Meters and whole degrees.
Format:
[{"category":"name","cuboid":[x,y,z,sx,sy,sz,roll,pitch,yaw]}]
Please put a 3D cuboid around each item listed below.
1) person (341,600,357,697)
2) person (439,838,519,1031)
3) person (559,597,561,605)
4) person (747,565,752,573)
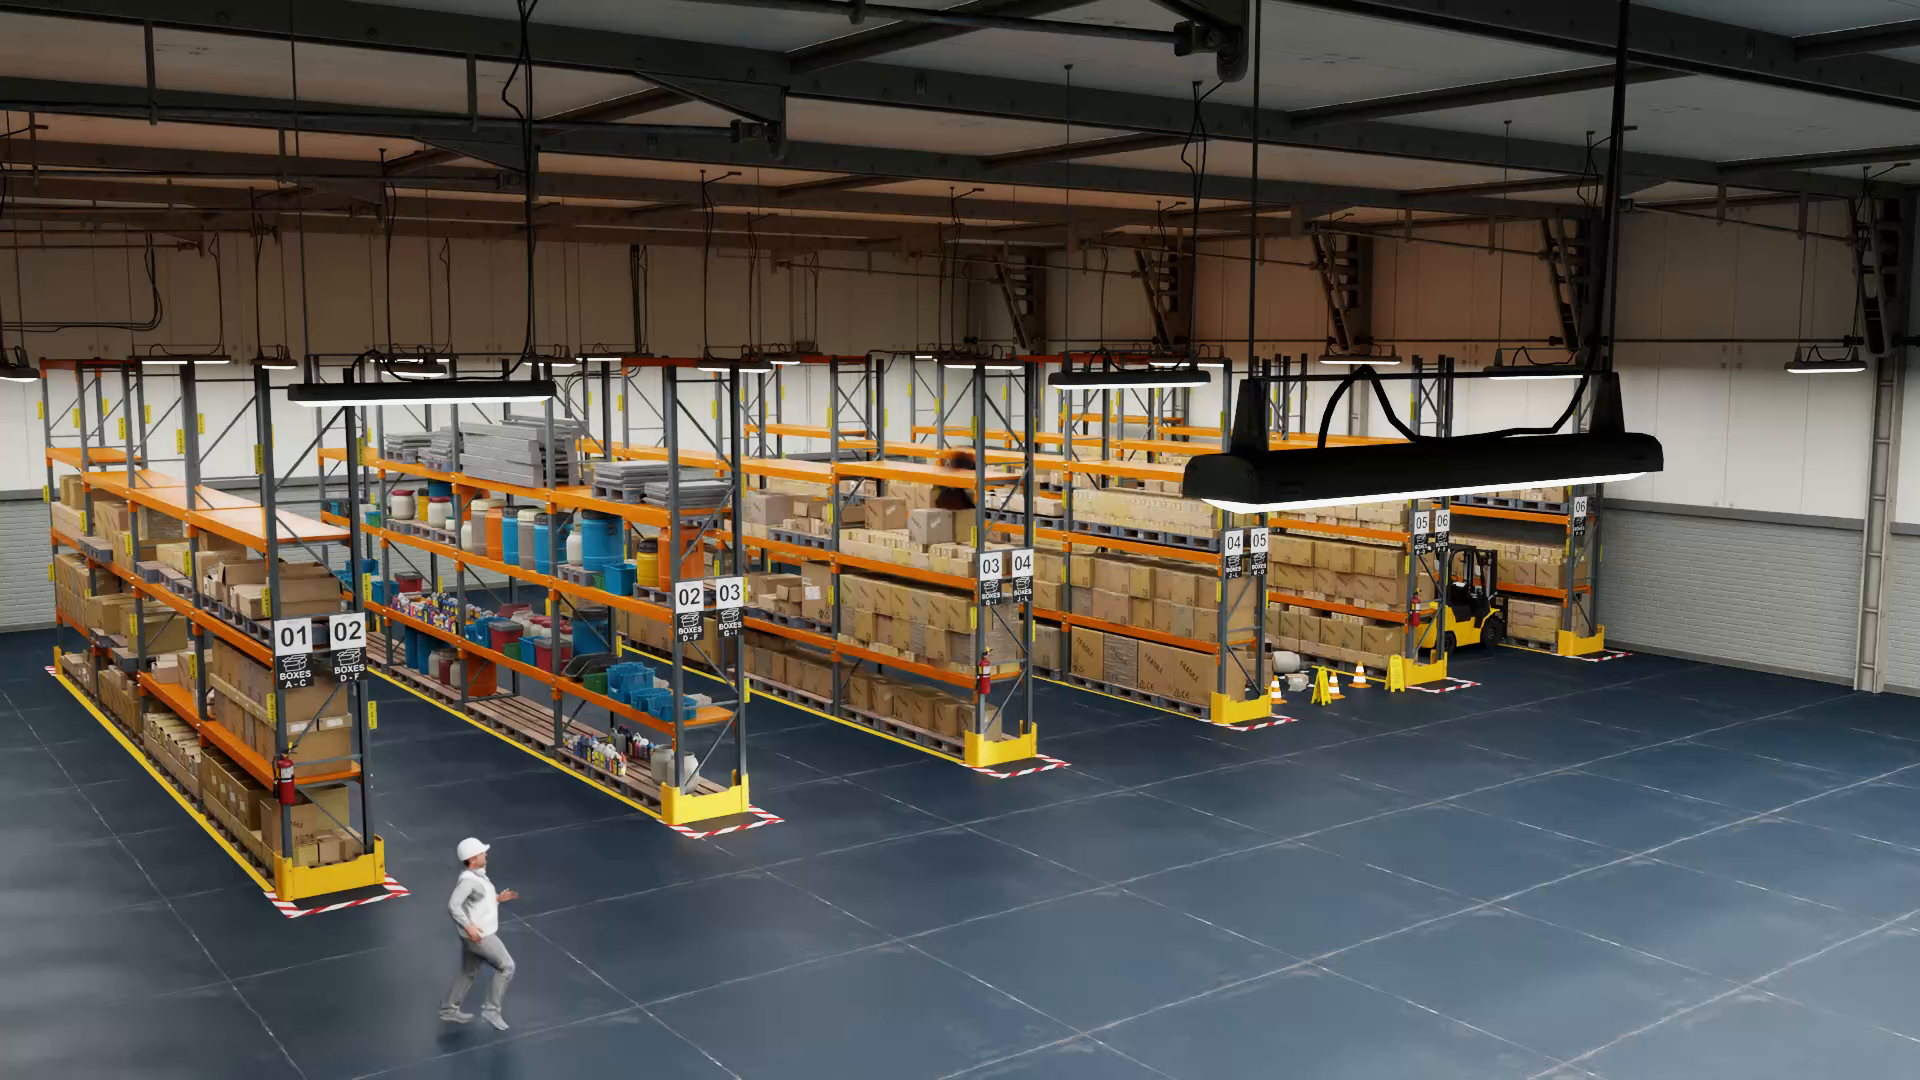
[{"category":"person","cuboid":[-10.985,1.934,29.709,0.578,1.748,0.732,-5,8,-33]},{"category":"person","cuboid":[-4.427,3.631,15.285,0.744,1.824,0.624,-3,7,-23]},{"category":"person","cuboid":[-9.054,0.851,38.788,0.903,1.717,0.618,-2,7,-16]},{"category":"person","cuboid":[-4.596,1.225,35.848,0.577,1.629,0.520,-5,8,-34]}]
